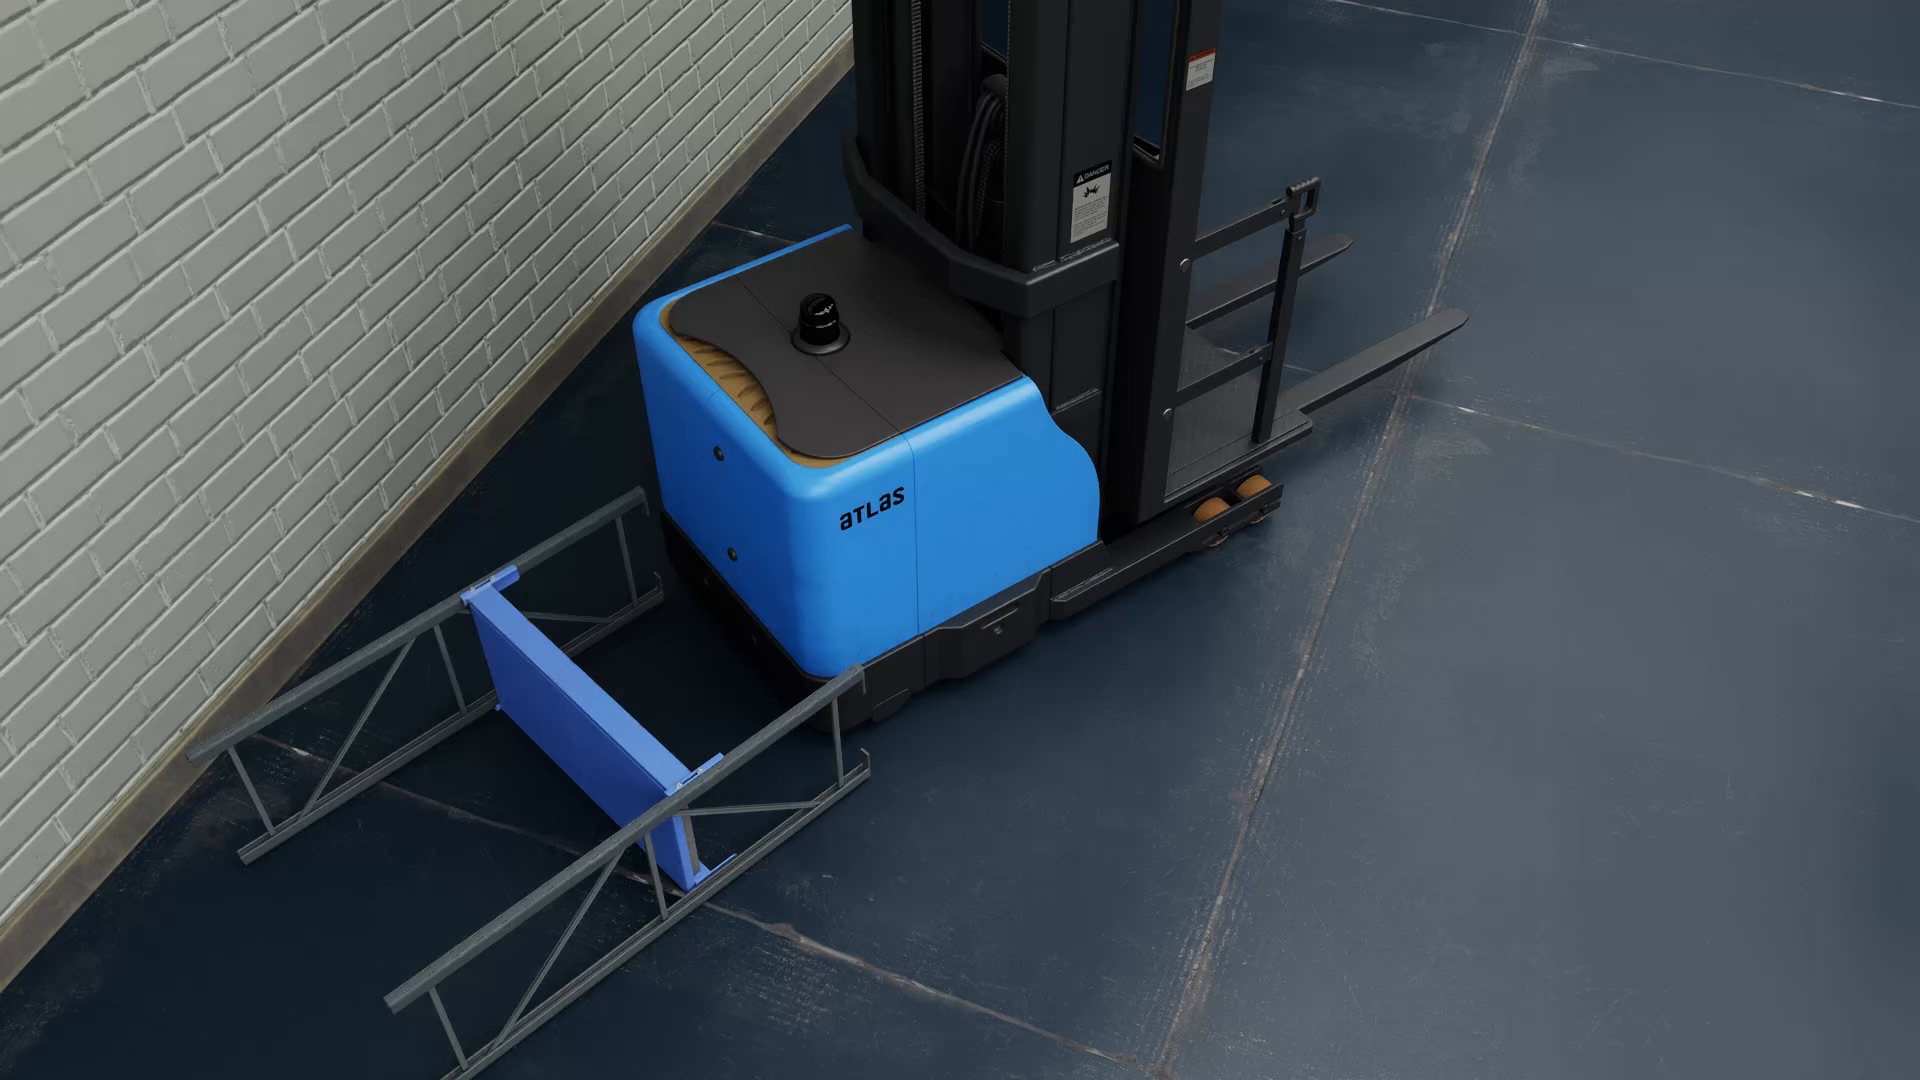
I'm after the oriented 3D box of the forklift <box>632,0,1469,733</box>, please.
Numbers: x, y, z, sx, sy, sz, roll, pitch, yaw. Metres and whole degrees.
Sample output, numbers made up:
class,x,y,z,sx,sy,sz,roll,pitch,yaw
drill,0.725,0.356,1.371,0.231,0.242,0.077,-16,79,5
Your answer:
class,x,y,z,sx,sy,sz,roll,pitch,yaw
forklift,0.505,-1.296,4.974,3.031,2.935,1.130,-27,51,-24

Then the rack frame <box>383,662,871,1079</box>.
class,x,y,z,sx,sy,sz,roll,pitch,yaw
rack frame,-0.817,0.896,4.468,1.500,0.500,0.032,-35,54,-30

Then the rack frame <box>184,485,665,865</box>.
class,x,y,z,sx,sy,sz,roll,pitch,yaw
rack frame,-1.527,0.383,4.983,1.500,0.500,0.032,-35,54,-30

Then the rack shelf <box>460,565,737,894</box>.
class,x,y,z,sx,sy,sz,roll,pitch,yaw
rack shelf,-1.043,0.551,4.814,0.185,0.538,1.000,-35,54,-30

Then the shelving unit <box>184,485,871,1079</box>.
class,x,y,z,sx,sy,sz,roll,pitch,yaw
shelving unit,-1.172,0.640,4.725,1.500,0.538,1.048,-35,54,-30
